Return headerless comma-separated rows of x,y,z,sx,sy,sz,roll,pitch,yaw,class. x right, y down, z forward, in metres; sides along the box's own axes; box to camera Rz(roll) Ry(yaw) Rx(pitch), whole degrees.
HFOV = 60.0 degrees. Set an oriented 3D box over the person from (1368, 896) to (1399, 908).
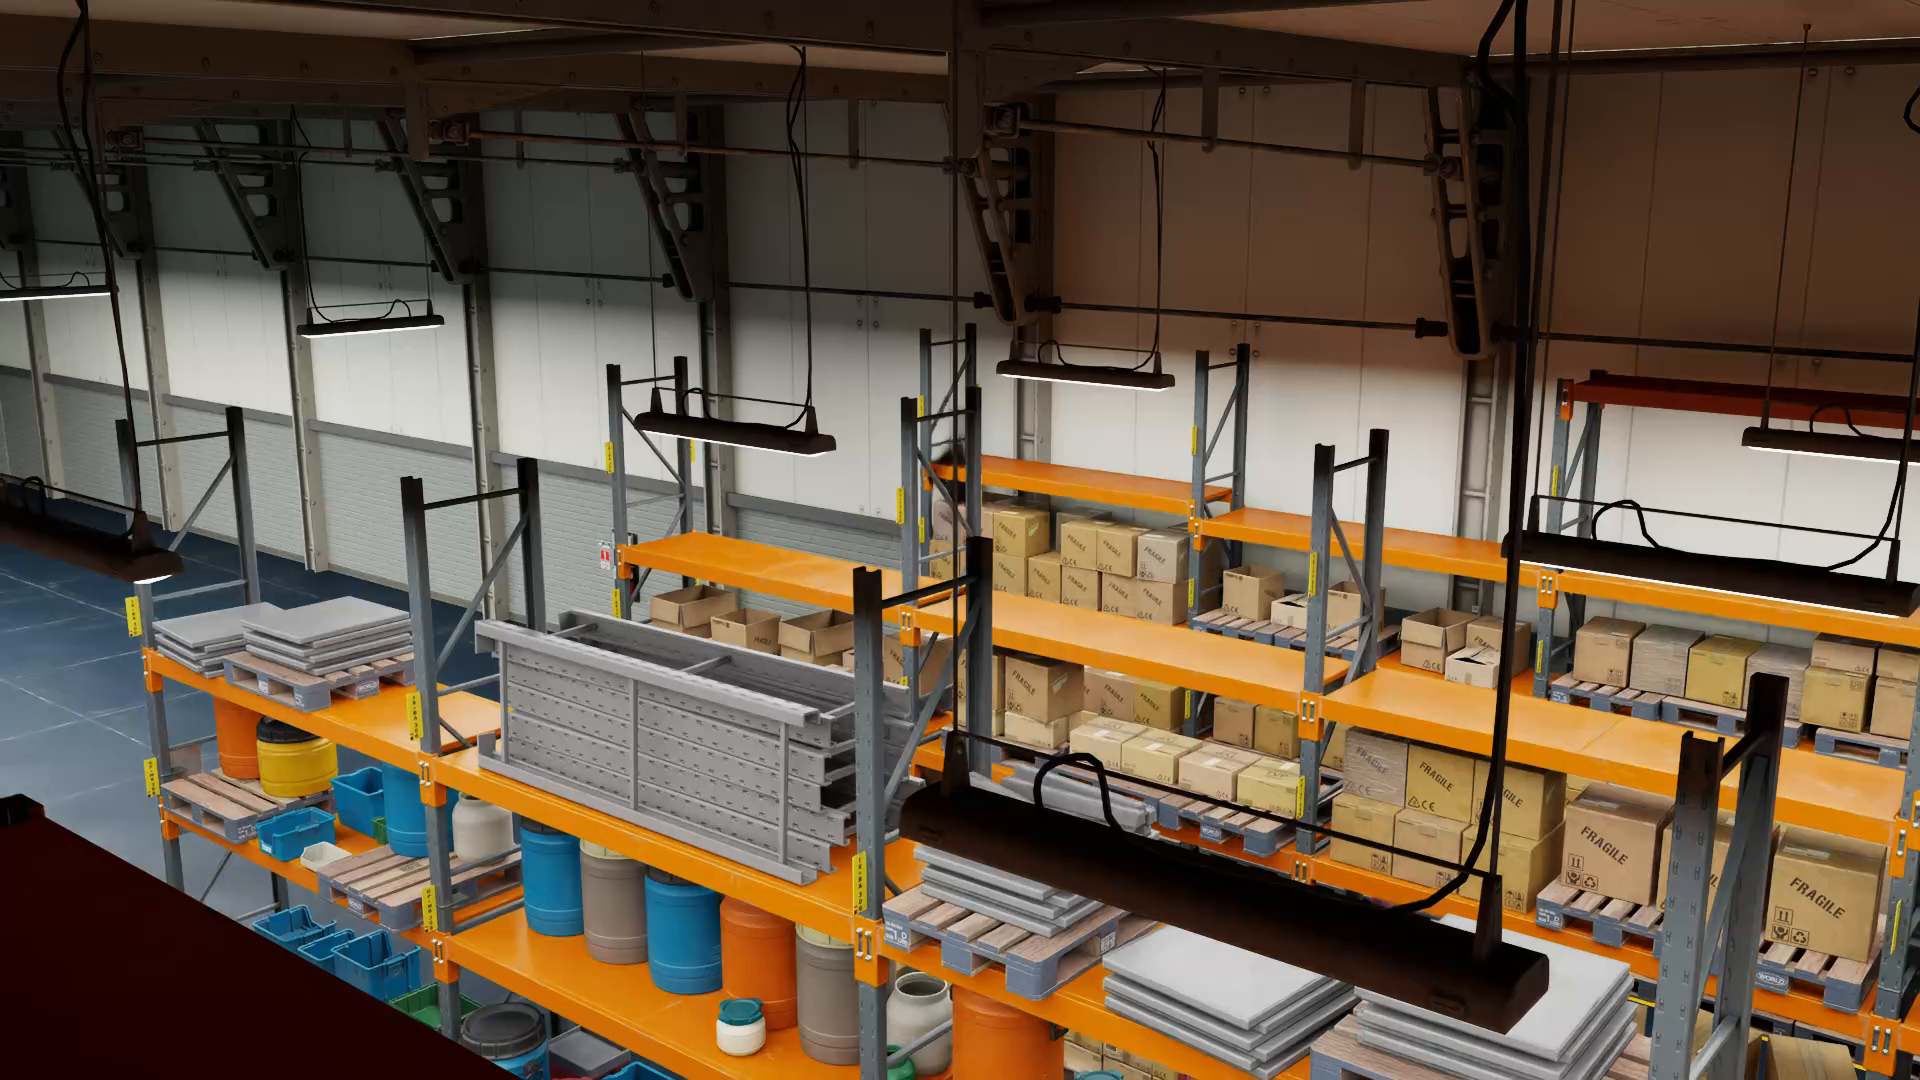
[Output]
4.210,3.686,16.292,0.922,1.573,0.551,5,14,23,person
